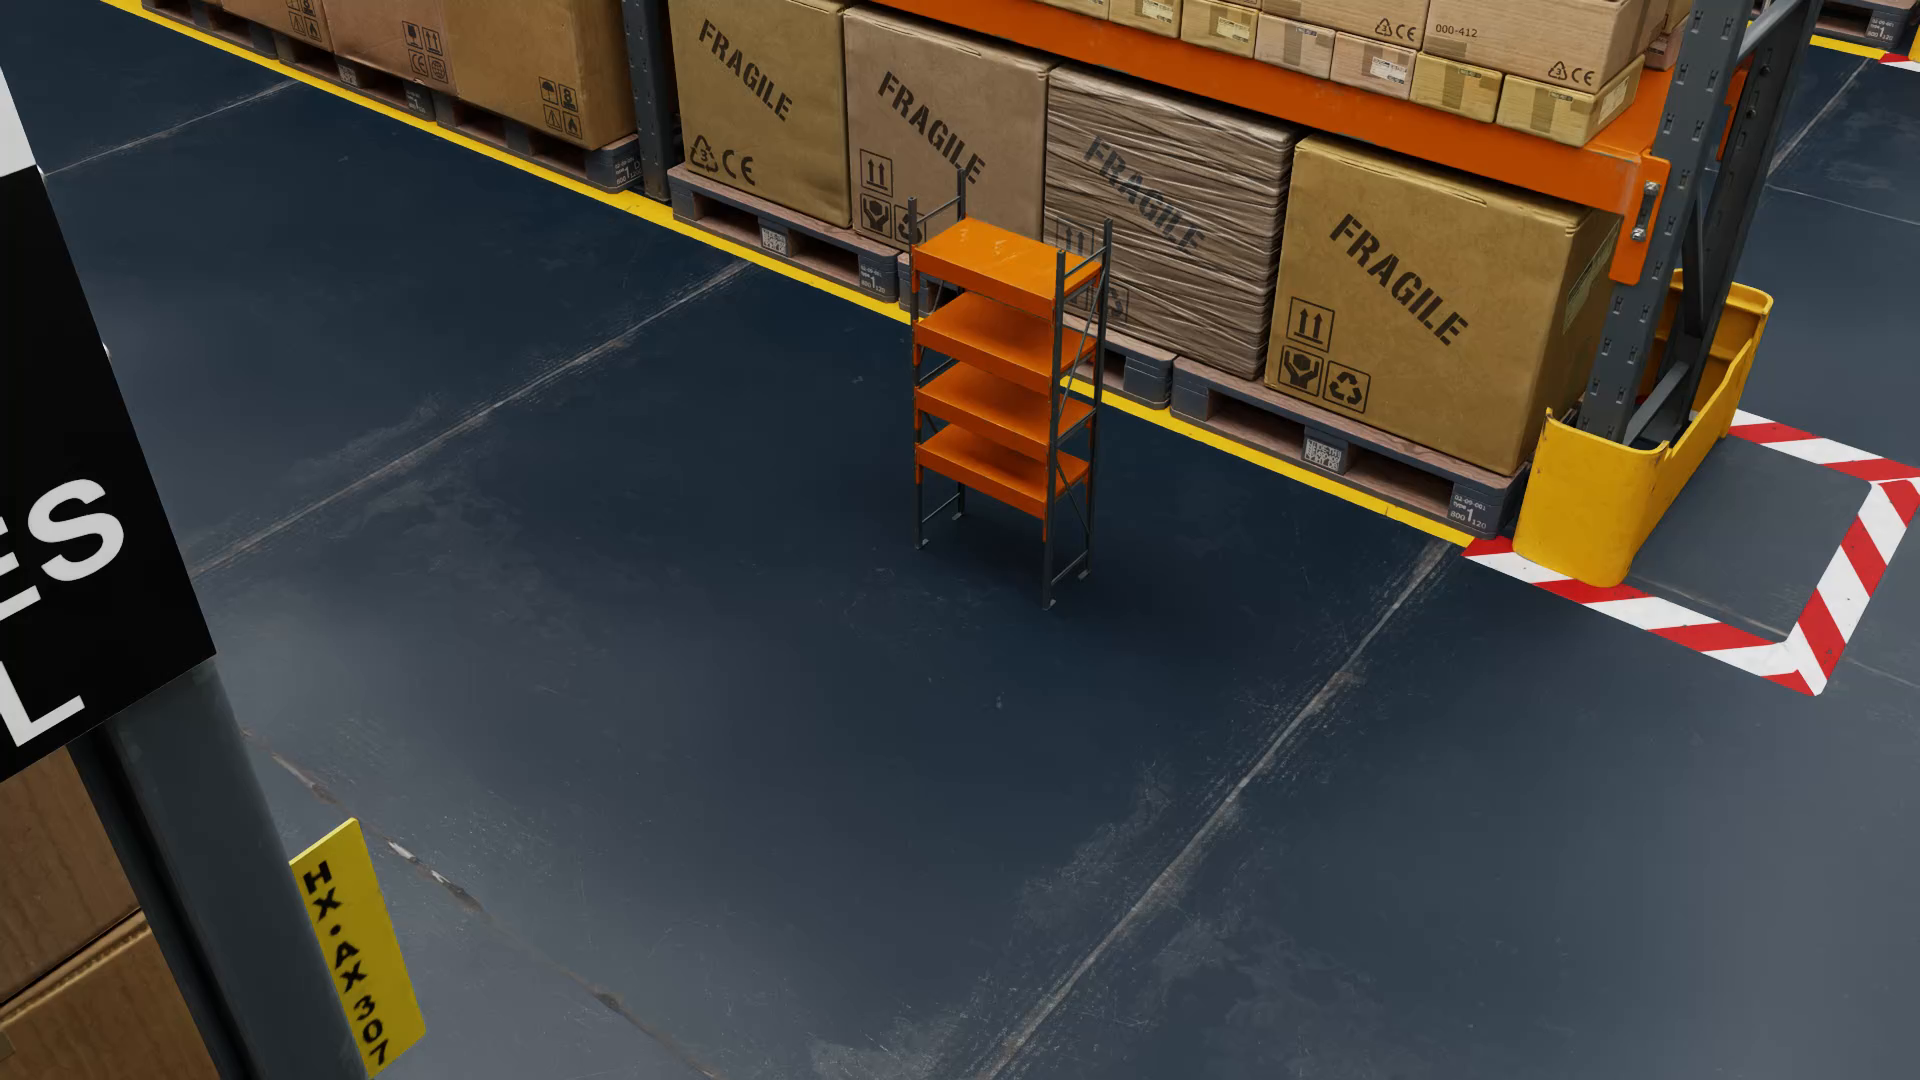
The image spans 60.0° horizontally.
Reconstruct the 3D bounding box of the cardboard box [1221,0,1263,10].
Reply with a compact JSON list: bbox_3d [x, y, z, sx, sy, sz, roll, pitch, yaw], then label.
[{"bbox_3d":[0.826,-1.868,5.083,0.500,0.250,0.500,24,44,27],"label":"cardboard box"}]

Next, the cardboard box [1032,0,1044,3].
[{"bbox_3d":[0.274,-1.920,5.473,0.250,0.149,0.380,24,44,27],"label":"cardboard box"}]

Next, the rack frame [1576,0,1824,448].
[{"bbox_3d":[2.179,-1.377,4.576,0.127,3.000,1.000,25,45,29],"label":"rack frame"}]

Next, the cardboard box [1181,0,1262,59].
[{"bbox_3d":[0.884,-1.633,5.106,0.250,0.149,0.380,24,44,28],"label":"cardboard box"}]

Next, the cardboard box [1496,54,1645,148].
[{"bbox_3d":[1.696,-1.251,4.618,0.250,0.149,0.380,26,45,29],"label":"cardboard box"}]

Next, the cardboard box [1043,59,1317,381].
[{"bbox_3d":[0.899,-1.248,5.793,0.875,0.875,0.875,25,45,29],"label":"cardboard box"}]

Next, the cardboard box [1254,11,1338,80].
[{"bbox_3d":[1.091,-1.536,4.983,0.250,0.149,0.380,26,45,29],"label":"cardboard box"}]

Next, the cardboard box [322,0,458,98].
[{"bbox_3d":[-2.229,-2.768,7.736,0.875,0.875,1.225,24,44,27],"label":"cardboard box"}]

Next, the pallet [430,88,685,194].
[{"bbox_3d":[-1.657,-2.030,7.671,1.213,0.211,1.003,25,45,29],"label":"pallet"}]

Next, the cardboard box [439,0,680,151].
[{"bbox_3d":[-1.519,-2.434,7.309,0.875,0.875,1.225,25,45,29],"label":"cardboard box"}]

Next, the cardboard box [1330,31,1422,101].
[{"bbox_3d":[1.289,-1.442,4.863,0.250,0.149,0.380,25,45,29],"label":"cardboard box"}]

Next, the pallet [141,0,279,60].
[{"bbox_3d":[-3.595,-2.944,8.838,1.213,0.211,1.003,25,45,29],"label":"pallet"}]

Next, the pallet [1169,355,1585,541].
[{"bbox_3d":[1.496,-0.541,5.769,1.213,0.211,1.003,25,45,29],"label":"pallet"}]

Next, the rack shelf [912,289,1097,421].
[{"bbox_3d":[0.131,-0.534,4.705,0.480,0.148,0.258,25,45,29],"label":"rack shelf"}]

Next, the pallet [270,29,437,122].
[{"bbox_3d":[-2.630,-2.486,8.254,1.213,0.211,1.003,25,45,29],"label":"pallet"}]

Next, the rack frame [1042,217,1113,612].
[{"bbox_3d":[0.325,-0.319,4.684,0.015,1.200,0.240,25,45,29],"label":"rack frame"}]

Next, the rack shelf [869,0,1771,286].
[{"bbox_3d":[0.590,-1.843,5.755,4.000,0.370,1.077,25,45,29],"label":"rack shelf"}]

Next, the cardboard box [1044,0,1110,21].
[{"bbox_3d":[0.482,-1.823,5.349,0.250,0.149,0.380,26,45,29],"label":"cardboard box"}]

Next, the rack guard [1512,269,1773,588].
[{"bbox_3d":[2.198,-0.384,5.335,0.348,0.500,1.175,25,45,29],"label":"rack guard"}]

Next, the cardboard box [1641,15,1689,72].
[{"bbox_3d":[2.097,-1.573,5.030,0.250,0.149,0.380,26,45,29],"label":"cardboard box"}]

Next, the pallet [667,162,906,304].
[{"bbox_3d":[-0.442,-1.454,6.937,1.213,0.211,1.003,25,45,29],"label":"pallet"}]

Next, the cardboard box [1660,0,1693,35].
[{"bbox_3d":[1.962,-1.748,4.929,0.500,0.250,0.500,24,44,27],"label":"cardboard box"}]

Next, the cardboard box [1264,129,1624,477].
[{"bbox_3d":[1.622,-0.907,5.358,0.875,0.875,0.875,25,45,29],"label":"cardboard box"}]

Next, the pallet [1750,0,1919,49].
[{"bbox_3d":[4.556,-3.033,8.952,1.213,0.211,1.003,25,45,29],"label":"pallet"}]

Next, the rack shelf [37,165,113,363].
[{"bbox_3d":[-2.503,-0.634,1.776,4.000,0.370,1.077,25,45,29],"label":"rack shelf"}]

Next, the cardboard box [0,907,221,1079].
[{"bbox_3d":[-1.103,0.553,1.787,0.500,0.500,0.500,27,46,31],"label":"cardboard box"}]

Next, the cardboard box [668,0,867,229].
[{"bbox_3d":[-0.523,-1.918,6.649,0.875,0.875,0.875,25,45,29],"label":"cardboard box"}]

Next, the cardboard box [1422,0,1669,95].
[{"bbox_3d":[1.633,-1.487,4.597,0.500,0.250,0.500,25,44,28],"label":"cardboard box"}]

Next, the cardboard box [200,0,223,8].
[{"bbox_3d":[-3.640,-3.434,8.585,0.875,0.875,1.225,23,44,27],"label":"cardboard box"}]

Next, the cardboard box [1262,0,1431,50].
[{"bbox_3d":[1.230,-1.677,4.840,0.500,0.250,0.500,24,44,28],"label":"cardboard box"}]

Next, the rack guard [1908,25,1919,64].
[{"bbox_3d":[5.215,-2.816,8.441,0.348,0.500,1.175,25,45,29],"label":"rack guard"}]

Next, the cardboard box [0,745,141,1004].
[{"bbox_3d":[-1.110,0.165,1.473,0.500,0.500,0.500,25,44,28],"label":"cardboard box"}]

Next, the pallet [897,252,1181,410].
[{"bbox_3d":[0.531,-0.998,6.353,1.213,0.211,1.003,25,45,29],"label":"pallet"}]

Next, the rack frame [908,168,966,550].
[{"bbox_3d":[-0.062,-0.502,4.918,0.015,1.200,0.240,25,45,29],"label":"rack frame"}]

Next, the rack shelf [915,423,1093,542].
[{"bbox_3d":[0.131,-0.201,4.965,0.480,0.148,0.258,25,45,29],"label":"rack shelf"}]

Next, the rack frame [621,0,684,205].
[{"bbox_3d":[-0.998,-2.876,6.490,0.127,3.000,1.000,25,45,29],"label":"rack frame"}]

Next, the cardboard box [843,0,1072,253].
[{"bbox_3d":[0.192,-1.581,6.219,0.875,0.875,0.875,25,45,29],"label":"cardboard box"}]

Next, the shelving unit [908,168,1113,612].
[{"bbox_3d":[0.131,-0.410,4.801,0.503,1.200,0.258,25,45,29],"label":"shelving unit"}]

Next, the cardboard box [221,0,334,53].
[{"bbox_3d":[-2.937,-3.096,8.154,0.875,0.875,1.225,25,45,29],"label":"cardboard box"}]

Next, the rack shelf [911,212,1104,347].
[{"bbox_3d":[0.131,-0.720,4.559,0.480,0.148,0.258,25,45,29],"label":"rack shelf"}]

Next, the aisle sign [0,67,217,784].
[{"bbox_3d":[-0.674,-0.130,0.874,0.004,0.787,0.394,25,45,29],"label":"aisle sign"}]

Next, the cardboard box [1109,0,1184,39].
[{"bbox_3d":[0.677,-1.729,5.229,0.250,0.149,0.380,25,45,29],"label":"cardboard box"}]

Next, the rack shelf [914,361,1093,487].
[{"bbox_3d":[0.131,-0.357,4.842,0.480,0.148,0.258,25,45,29],"label":"rack shelf"}]

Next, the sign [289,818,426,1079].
[{"bbox_3d":[-0.585,0.407,1.595,0.005,0.325,0.100,25,45,29],"label":"sign"}]

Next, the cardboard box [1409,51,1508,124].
[{"bbox_3d":[1.488,-1.347,4.741,0.250,0.149,0.380,26,45,29],"label":"cardboard box"}]
